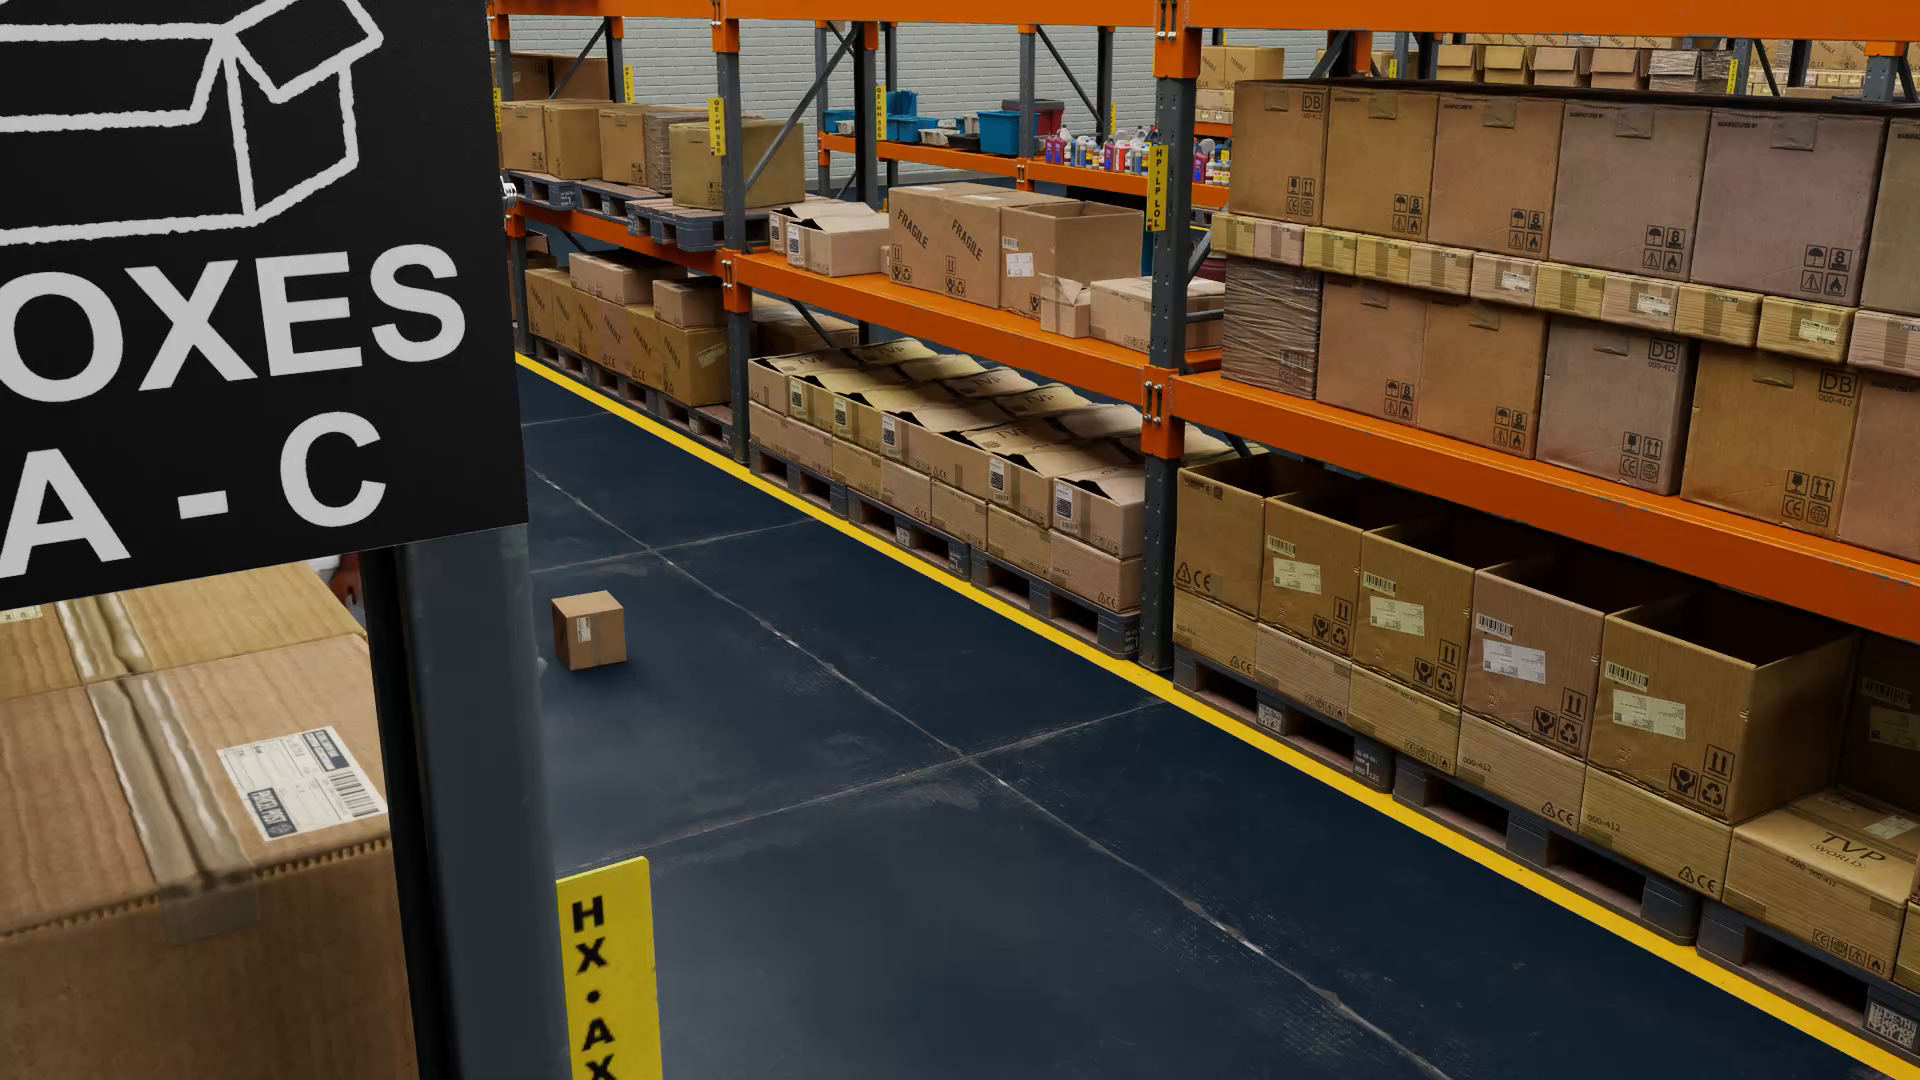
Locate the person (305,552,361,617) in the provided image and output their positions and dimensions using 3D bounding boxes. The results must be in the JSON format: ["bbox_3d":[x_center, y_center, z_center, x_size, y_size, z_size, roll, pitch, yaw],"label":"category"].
[{"bbox_3d":[-2.270,0.065,5.828,0.411,1.775,0.565,-12,21,-32],"label":"person"}]
